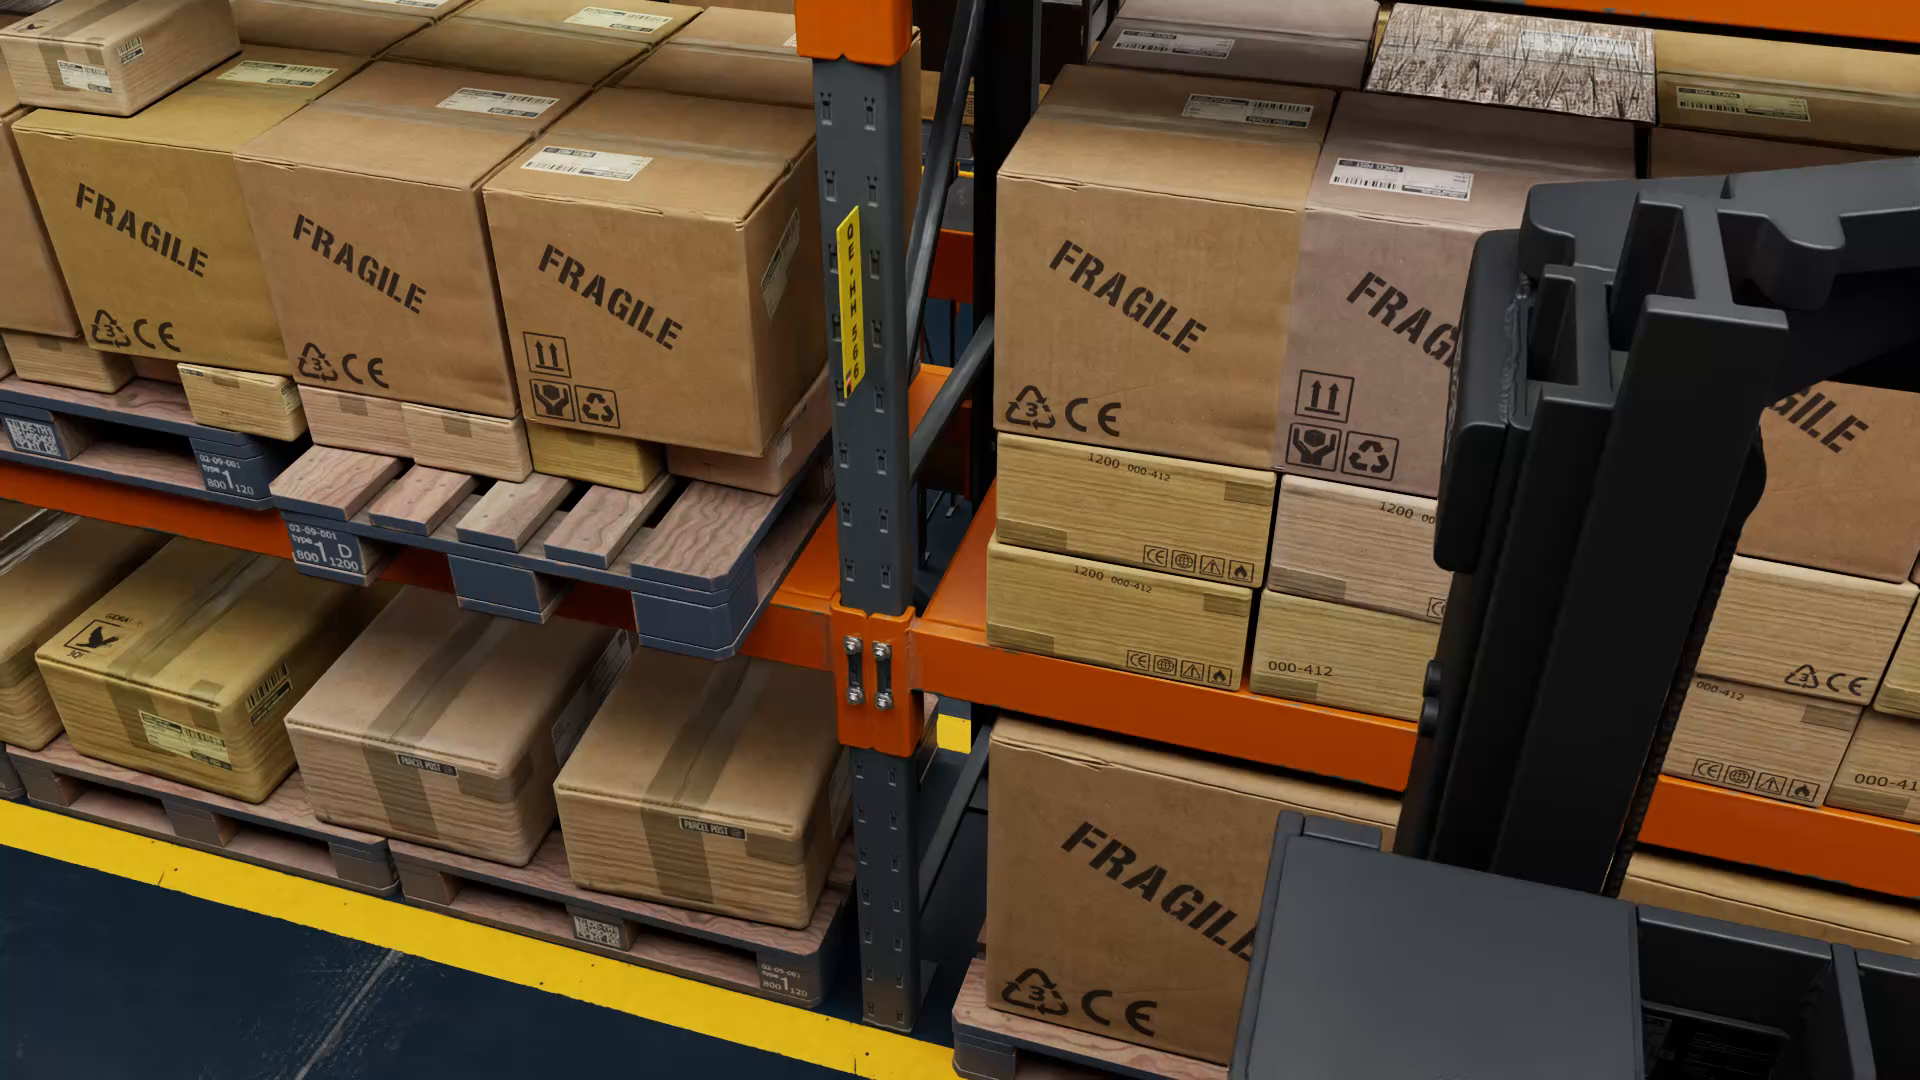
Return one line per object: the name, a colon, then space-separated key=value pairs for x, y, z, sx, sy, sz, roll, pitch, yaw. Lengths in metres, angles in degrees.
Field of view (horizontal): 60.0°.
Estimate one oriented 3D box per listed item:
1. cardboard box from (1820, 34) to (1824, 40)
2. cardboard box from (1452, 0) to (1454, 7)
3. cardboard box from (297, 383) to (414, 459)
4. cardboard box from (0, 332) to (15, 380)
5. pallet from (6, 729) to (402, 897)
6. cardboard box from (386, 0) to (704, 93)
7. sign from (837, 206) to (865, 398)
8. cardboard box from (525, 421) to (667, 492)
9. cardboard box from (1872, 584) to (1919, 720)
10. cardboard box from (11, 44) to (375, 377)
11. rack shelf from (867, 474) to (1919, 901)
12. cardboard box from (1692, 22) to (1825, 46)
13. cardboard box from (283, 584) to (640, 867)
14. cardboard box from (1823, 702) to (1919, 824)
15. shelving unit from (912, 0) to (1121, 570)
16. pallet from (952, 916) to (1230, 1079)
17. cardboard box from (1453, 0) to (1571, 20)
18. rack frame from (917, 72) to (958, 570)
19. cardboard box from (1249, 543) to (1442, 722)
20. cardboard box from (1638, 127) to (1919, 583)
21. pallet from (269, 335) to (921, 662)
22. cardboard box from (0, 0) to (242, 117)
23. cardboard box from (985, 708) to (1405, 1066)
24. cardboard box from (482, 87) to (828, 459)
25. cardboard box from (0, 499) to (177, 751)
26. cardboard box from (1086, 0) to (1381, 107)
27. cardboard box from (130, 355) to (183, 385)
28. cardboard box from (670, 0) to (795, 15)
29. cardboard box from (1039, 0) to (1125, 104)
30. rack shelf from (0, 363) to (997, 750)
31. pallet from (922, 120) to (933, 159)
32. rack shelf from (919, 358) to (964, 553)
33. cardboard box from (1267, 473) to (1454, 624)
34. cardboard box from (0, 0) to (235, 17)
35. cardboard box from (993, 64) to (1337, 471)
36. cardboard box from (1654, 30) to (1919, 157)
cardboard box: x=4.029 y=-2.230 z=7.371 sx=0.500 sy=0.250 sz=0.500 roll=12 pitch=38 yaw=15
cardboard box: x=2.078 y=-2.591 z=7.862 sx=0.500 sy=0.250 sz=0.500 roll=10 pitch=37 yaw=13
cardboard box: x=-1.185 y=-0.348 z=3.550 sx=0.250 sy=0.149 sz=0.380 roll=9 pitch=37 yaw=12
cardboard box: x=-2.182 y=-0.533 z=3.802 sx=0.250 sy=0.149 sz=0.380 roll=12 pitch=38 yaw=16
pallet: x=-1.939 y=0.487 z=4.911 sx=1.213 sy=0.211 sz=1.003 roll=10 pitch=38 yaw=14
cardboard box: x=-0.893 y=-0.909 z=3.764 sx=0.500 sy=0.500 sz=0.500 roll=12 pitch=38 yaw=16
sign: x=-0.186 y=-0.407 z=2.862 sx=0.005 sy=0.325 sz=0.100 roll=10 pitch=38 yaw=14
cardboard box: x=-0.693 y=-0.280 z=3.458 sx=0.250 sy=0.149 sz=0.380 roll=11 pitch=38 yaw=15
cardboard box: x=1.822 y=0.092 z=2.800 sx=0.500 sy=0.250 sz=0.500 roll=11 pitch=38 yaw=15
cardboard box: x=-1.528 y=-0.707 z=3.490 sx=0.500 sy=0.500 sz=0.500 roll=8 pitch=37 yaw=11
rack shelf: x=1.876 y=0.362 z=3.334 sx=4.000 sy=0.370 sz=1.077 roll=10 pitch=38 yaw=14
cardboard box: x=3.383 y=-2.029 z=7.098 sx=0.500 sy=0.250 sz=0.500 roll=9 pitch=37 yaw=12
cardboard box: x=-1.276 y=0.377 z=4.570 sx=0.625 sy=0.372 sz=0.950 roll=10 pitch=37 yaw=13
cardboard box: x=1.826 y=0.271 z=2.978 sx=0.500 sy=0.250 sz=0.500 roll=10 pitch=38 yaw=14
shelving unit: x=0.158 y=-0.816 z=5.088 sx=0.503 sy=2.100 sz=0.431 roll=10 pitch=38 yaw=14
pallet: x=0.697 y=1.024 z=4.180 sx=1.213 sy=0.211 sz=1.003 roll=10 pitch=38 yaw=14
cardboard box: x=2.417 y=-2.215 z=7.351 sx=0.500 sy=0.250 sz=0.500 roll=10 pitch=38 yaw=13
rack frame: x=-0.075 y=-0.860 z=5.146 sx=0.015 sy=2.100 sz=0.400 roll=10 pitch=38 yaw=14
cardboard box: x=0.855 y=0.089 z=3.225 sx=0.500 sy=0.250 sz=0.500 roll=9 pitch=37 yaw=13
cardboard box: x=1.331 y=-0.316 z=2.721 sx=0.500 sy=0.500 sz=0.500 roll=12 pitch=38 yaw=15
pallet: x=-0.745 y=-0.269 z=3.747 sx=1.003 sy=0.211 sz=1.213 roll=10 pitch=38 yaw=14
cardboard box: x=-1.679 y=-1.001 z=3.342 sx=0.250 sy=0.149 sz=0.380 roll=9 pitch=37 yaw=12
cardboard box: x=0.602 y=0.575 z=3.877 sx=0.875 sy=0.875 sz=0.875 roll=10 pitch=38 yaw=13
cardboard box: x=-0.550 y=-0.533 z=3.254 sx=0.500 sy=0.500 sz=0.500 roll=9 pitch=37 yaw=13
cardboard box: x=-2.662 y=0.118 z=4.922 sx=0.625 sy=0.372 sz=0.950 roll=13 pitch=38 yaw=17
cardboard box: x=0.539 y=-0.780 z=3.352 sx=0.500 sy=0.500 sz=0.500 roll=10 pitch=37 yaw=13
cardboard box: x=-1.654 y=-0.505 z=3.763 sx=0.250 sy=0.149 sz=0.380 roll=11 pitch=38 yaw=14
cardboard box: x=-0.932 y=-2.838 z=8.619 sx=0.750 sy=0.750 sz=1.050 roll=10 pitch=38 yaw=14
cardboard box: x=0.792 y=-2.521 z=8.188 sx=0.750 sy=0.750 sz=1.050 roll=10 pitch=38 yaw=13
rack shelf: x=-1.942 y=-0.345 z=4.295 sx=4.000 sy=0.370 sz=1.077 roll=10 pitch=38 yaw=14
pallet: x=-0.544 y=-2.375 z=8.799 sx=1.213 sy=0.211 sz=1.003 roll=10 pitch=38 yaw=14
rack shelf: x=0.158 y=-0.242 z=5.511 sx=0.480 sy=0.518 sz=0.431 roll=10 pitch=38 yaw=14
cardboard box: x=0.870 y=-0.100 z=3.061 sx=0.500 sy=0.250 sz=0.500 roll=11 pitch=38 yaw=15
cardboard box: x=-1.877 y=-1.091 z=4.013 sx=0.500 sy=0.500 sz=0.500 roll=9 pitch=37 yaw=12
cardboard box: x=0.365 y=-0.498 z=2.969 sx=0.500 sy=0.500 sz=0.500 roll=9 pitch=37 yaw=12
cardboard box: x=1.503 y=-0.603 z=3.111 sx=0.500 sy=0.500 sz=0.500 roll=11 pitch=38 yaw=14
